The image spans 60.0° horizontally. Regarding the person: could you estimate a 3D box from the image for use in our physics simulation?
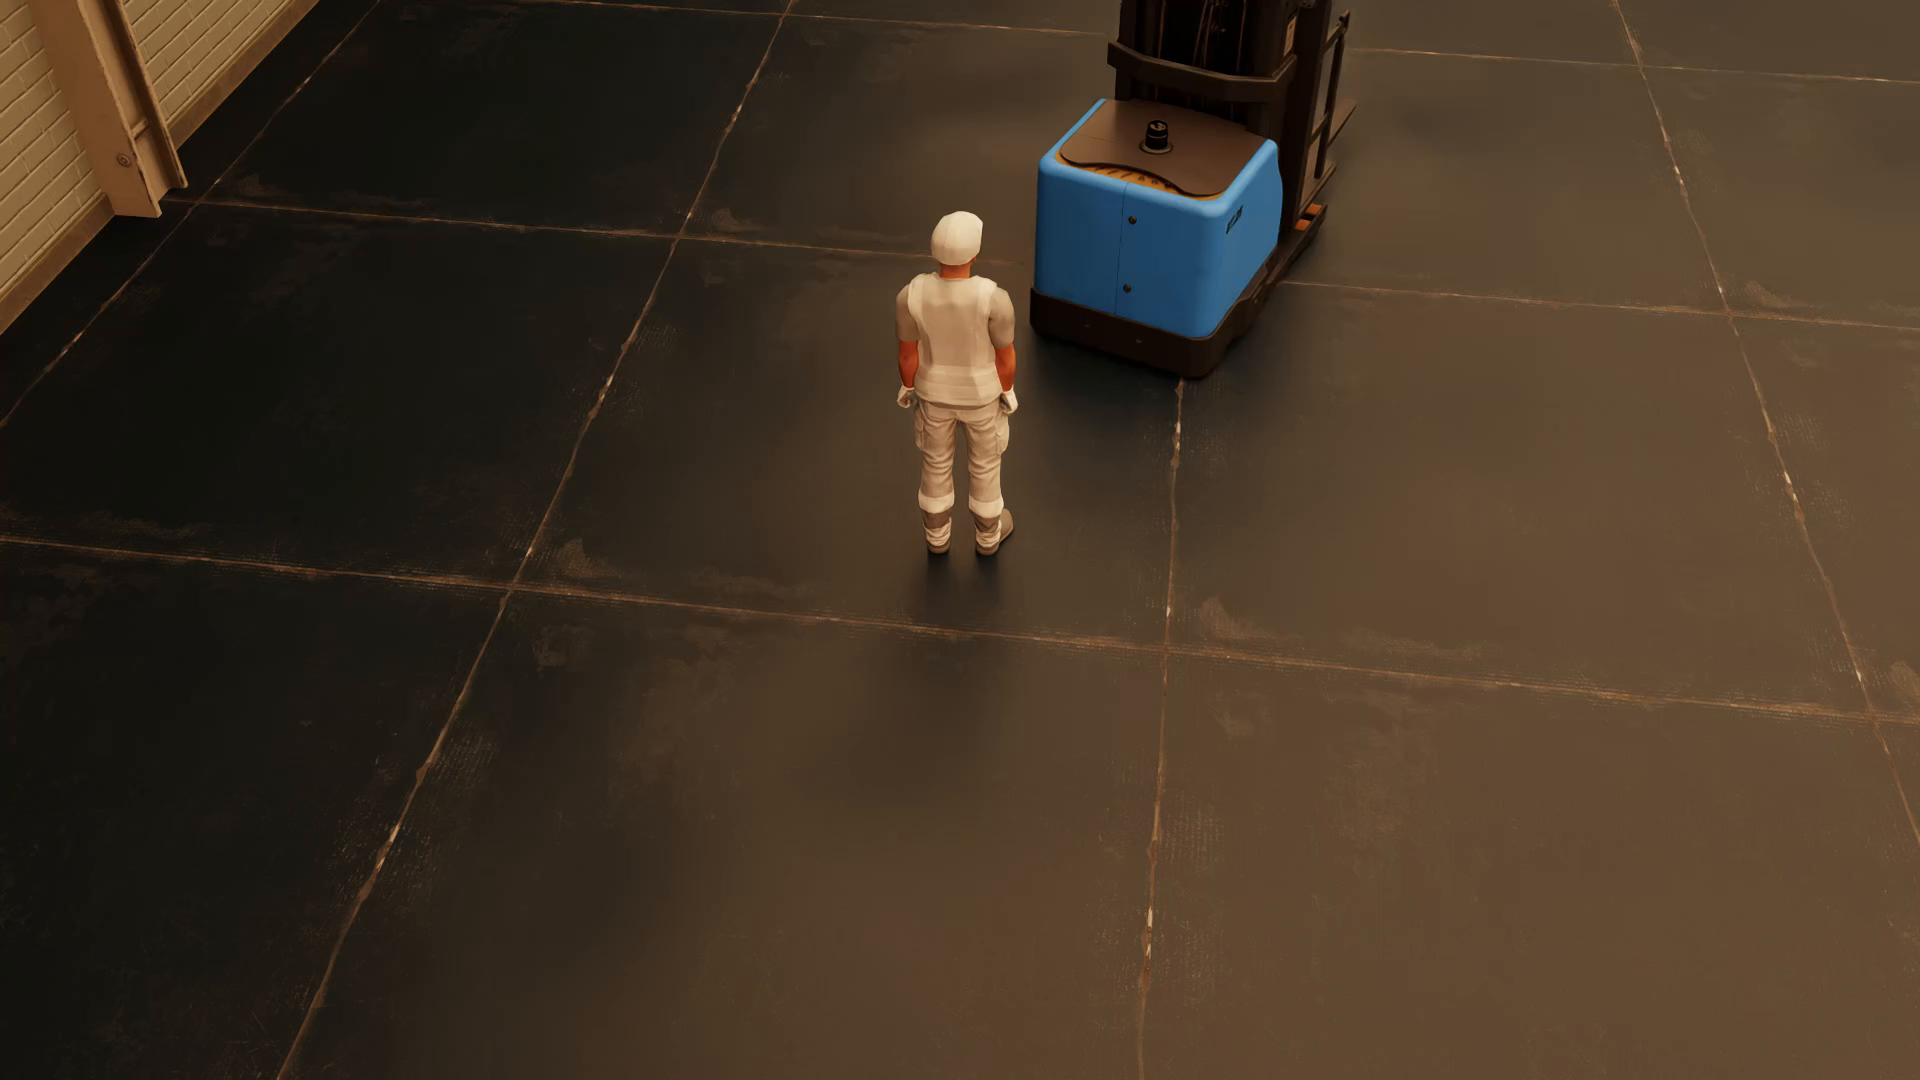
[{"bbox_3d":[-0.009,-0.667,7.295,0.536,1.795,0.369,5,43,6],"label":"person"}]

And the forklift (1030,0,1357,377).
[{"bbox_3d":[1.520,-2.924,8.908,1.130,2.935,3.031,20,46,20],"label":"forklift"}]
